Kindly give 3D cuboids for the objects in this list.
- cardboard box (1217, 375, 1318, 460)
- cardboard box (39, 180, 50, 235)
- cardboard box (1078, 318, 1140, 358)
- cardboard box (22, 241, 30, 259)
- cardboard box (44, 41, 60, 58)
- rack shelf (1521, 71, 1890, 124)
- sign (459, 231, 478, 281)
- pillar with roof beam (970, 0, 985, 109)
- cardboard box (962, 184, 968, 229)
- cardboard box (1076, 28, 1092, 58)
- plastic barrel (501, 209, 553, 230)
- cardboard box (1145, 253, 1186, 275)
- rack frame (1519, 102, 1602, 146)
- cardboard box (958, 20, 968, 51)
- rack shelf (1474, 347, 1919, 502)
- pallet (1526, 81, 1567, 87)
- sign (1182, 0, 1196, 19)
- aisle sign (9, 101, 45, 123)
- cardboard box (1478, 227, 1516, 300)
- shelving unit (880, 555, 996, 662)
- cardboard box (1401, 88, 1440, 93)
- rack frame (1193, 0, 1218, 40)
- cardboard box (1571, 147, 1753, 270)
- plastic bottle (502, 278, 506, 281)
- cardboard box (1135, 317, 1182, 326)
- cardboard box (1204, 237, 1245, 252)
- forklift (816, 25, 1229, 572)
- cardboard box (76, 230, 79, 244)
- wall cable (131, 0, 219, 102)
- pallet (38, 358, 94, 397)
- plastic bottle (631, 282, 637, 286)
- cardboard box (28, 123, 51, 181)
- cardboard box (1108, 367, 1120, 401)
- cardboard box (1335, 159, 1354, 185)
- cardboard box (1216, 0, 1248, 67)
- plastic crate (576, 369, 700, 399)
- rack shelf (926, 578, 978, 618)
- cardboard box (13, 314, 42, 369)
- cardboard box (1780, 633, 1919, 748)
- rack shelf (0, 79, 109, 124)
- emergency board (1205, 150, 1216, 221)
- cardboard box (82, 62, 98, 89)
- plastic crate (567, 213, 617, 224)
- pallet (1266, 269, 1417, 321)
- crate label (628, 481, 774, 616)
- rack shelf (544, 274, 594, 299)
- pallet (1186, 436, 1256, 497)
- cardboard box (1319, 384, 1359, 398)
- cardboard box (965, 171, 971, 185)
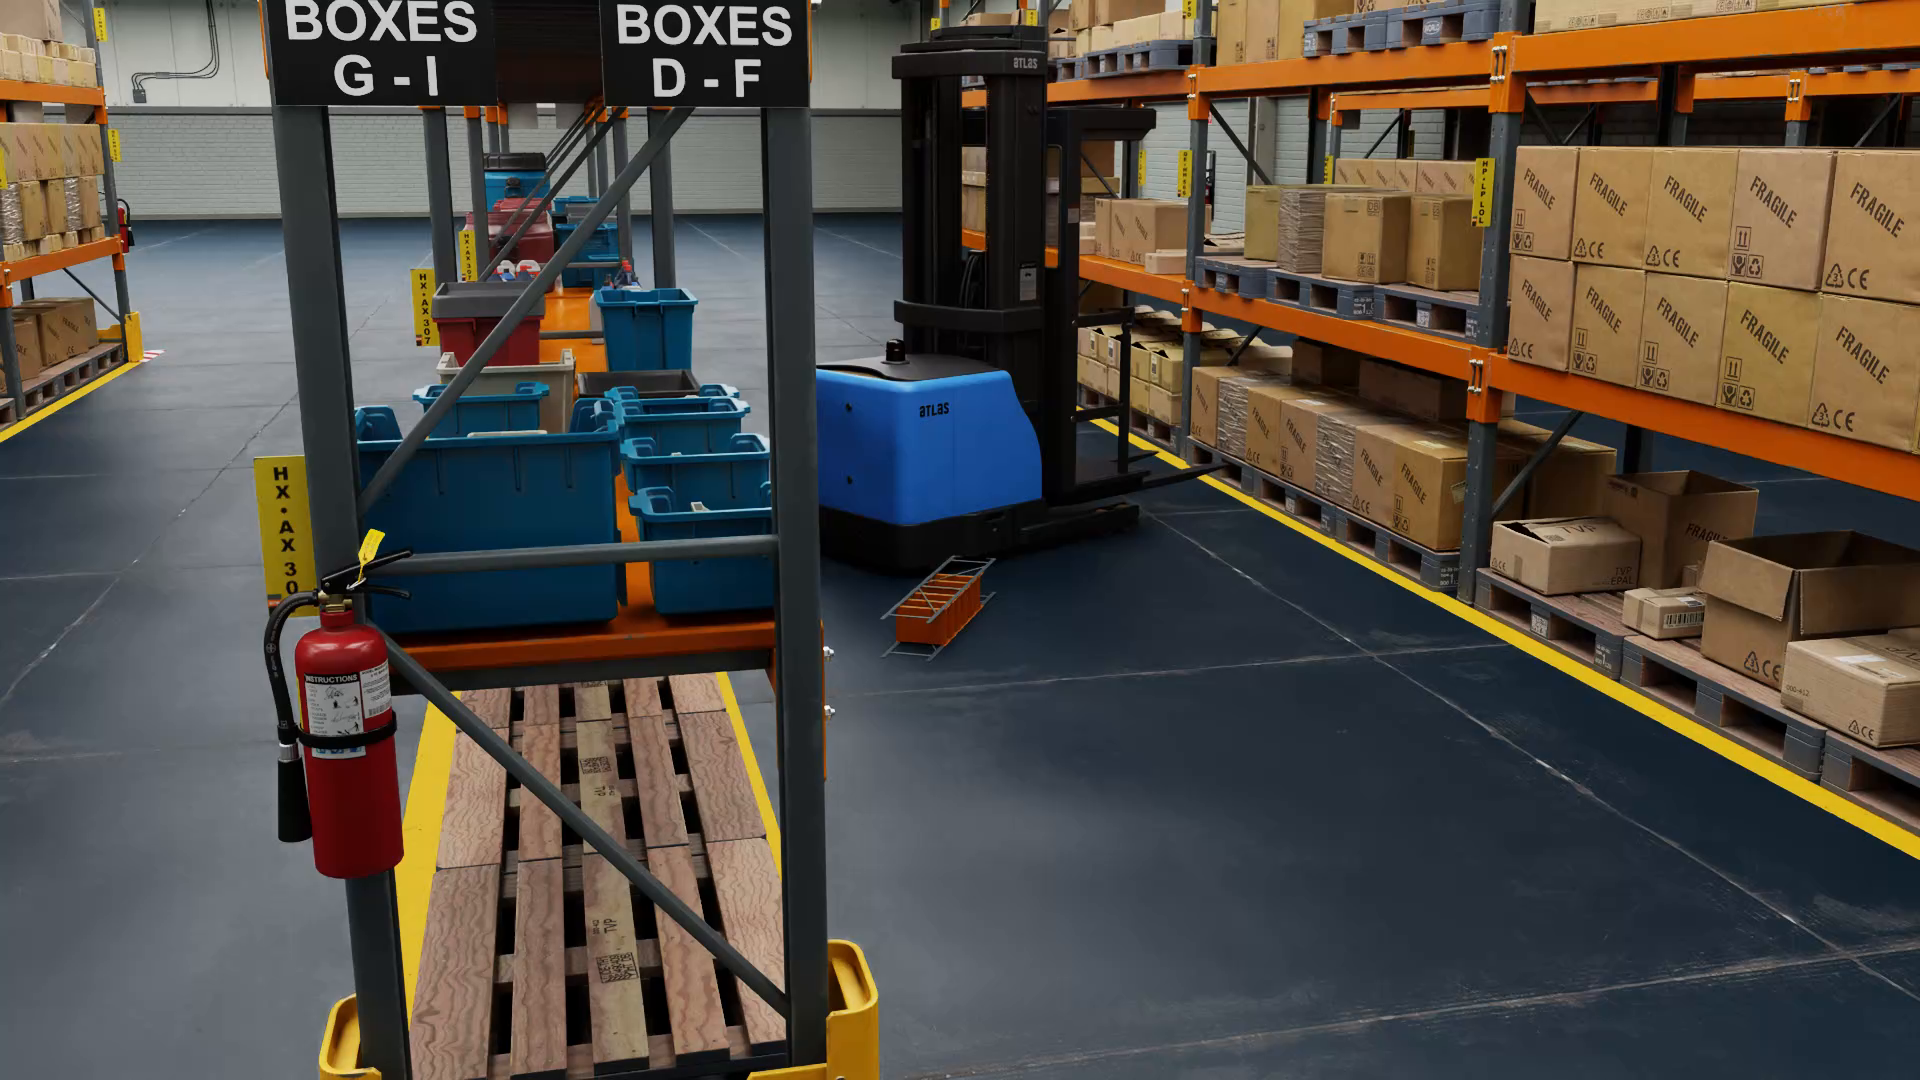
[{"bbox_3d":[2.099,-0.839,11.381,0.500,0.500,0.500,-4,14,-15],"label":"cardboard box"},{"bbox_3d":[-8.772,-2.980,14.966,0.875,0.500,0.500,-3,14,-13],"label":"cardboard box"},{"bbox_3d":[1.292,-1.800,14.702,0.500,0.311,0.500,-4,14,-15],"label":"cardboard box"},{"bbox_3d":[-8.318,-2.511,14.415,0.380,0.149,0.250,-3,14,-13],"label":"cardboard box"},{"bbox_3d":[-8.700,-4.606,15.615,0.380,0.149,0.250,-4,14,-16],"label":"cardboard box"},{"bbox_3d":[6.486,-3.927,14.876,1.077,0.370,4.000,-3,14,-13],"label":"rack shelf"},{"bbox_3d":[-3.207,-1.853,10.846,0.100,0.325,0.005,-3,14,-13],"label":"sign"},{"bbox_3d":[-3.739,-12.301,41.317,9.100,9.000,0.400,-3,14,-13],"label":"pillar with roof beam"},{"bbox_3d":[0.360,-3.867,19.223,0.700,0.500,0.500,-3,14,-13],"label":"cardboard box"},{"bbox_3d":[1.338,-4.449,14.929,0.500,0.250,0.500,-2,14,-7],"label":"cardboard box"},{"bbox_3d":[-3.222,-2.183,12.305,0.421,0.512,0.421,0,14,0],"label":"plastic barrel"},{"bbox_3d":[1.662,-2.151,12.940,0.380,0.149,0.250,-3,14,-13],"label":"cardboard box"},{"bbox_3d":[6.016,-3.281,17.035,1.000,3.000,0.127,-3,14,-13],"label":"rack frame"},{"bbox_3d":[0.394,-5.573,18.700,0.797,0.503,0.637,-2,14,-9],"label":"cardboard box"},{"bbox_3d":[3.551,-0.347,6.544,1.077,0.370,4.000,-3,14,-13],"label":"rack shelf"},{"bbox_3d":[6.058,-4.498,16.094,1.213,0.211,1.003,-3,14,-13],"label":"pallet"},{"bbox_3d":[1.600,-3.799,11.579,0.100,0.325,0.005,-3,14,-13],"label":"sign"},{"bbox_3d":[-9.673,-4.636,17.104,0.394,0.787,0.004,-3,14,-13],"label":"aisle sign"},{"bbox_3d":[3.187,-1.533,8.784,0.700,0.500,0.500,-9,16,-32],"label":"cardboard box"},{"bbox_3d":[-0.089,0.321,8.199,0.258,0.189,1.200,4,15,15],"label":"shelving unit"},{"bbox_3d":[5.276,-5.260,18.563,0.500,0.500,0.500,-2,14,-10],"label":"cardboard box"},{"bbox_3d":[2.142,-4.995,11.412,1.000,3.000,0.127,-3,14,-13],"label":"rack frame"},{"bbox_3d":[3.040,-1.449,7.221,0.500,0.500,0.500,-4,14,-15],"label":"cardboard box"},{"bbox_3d":[-2.561,-1.308,9.221,0.152,0.276,0.135,-3,14,-13],"label":"plastic bottle"},{"bbox_3d":[1.819,-1.832,14.833,0.500,0.311,0.500,-3,14,-13],"label":"cardboard box"},{"bbox_3d":[2.099,-2.124,12.488,0.500,0.311,0.500,-2,14,-10],"label":"cardboard box"},{"bbox_3d":[0.457,-1.524,9.991,3.031,2.935,1.130,-12,18,-41],"label":"forklift"},{"bbox_3d":[-8.871,-2.968,16.284,0.380,0.149,0.250,-3,14,-13],"label":"cardboard box"},{"bbox_3d":[-21.757,-15.100,45.609,2.305,6.003,0.169,-3,14,-13],"label":"wall cable"},{"bbox_3d":[-8.910,-1.533,15.756,1.003,0.211,1.213,-3,14,-13],"label":"pallet"},{"bbox_3d":[-1.768,-1.266,9.061,0.097,0.271,0.097,0,14,0],"label":"plastic bottle"},{"bbox_3d":[-8.522,-3.480,14.906,0.500,0.500,0.500,-3,14,-13],"label":"cardboard box"},{"bbox_3d":[1.541,-1.292,13.804,0.500,0.250,0.500,-3,14,-12],"label":"cardboard box"},{"bbox_3d":[4.897,-4.378,20.219,0.500,0.500,0.500,-3,14,-13],"label":"cardboard box"},{"bbox_3d":[2.277,-3.488,11.352,0.910,0.500,0.500,-3,14,-13],"label":"cardboard box"},{"bbox_3d":[-1.211,-0.535,6.251,0.437,0.125,0.590,-3,14,-13],"label":"plastic crate"},{"bbox_3d":[-0.044,0.283,8.353,0.258,0.180,0.103,4,15,15],"label":"rack shelf"},{"bbox_3d":[-8.847,-1.807,15.386,0.500,0.500,0.500,-5,14,-18],"label":"cardboard box"},{"bbox_3d":[3.459,0.554,6.206,0.500,0.250,0.500,-3,14,-13],"label":"cardboard box"},{"bbox_3d":[-8.898,-4.022,15.263,1.077,0.370,4.000,-3,14,-13],"label":"rack shelf"},{"bbox_3d":[4.130,-6.047,28.356,0.194,1.169,0.643,-3,14,-13],"label":"emergency board"},{"bbox_3d":[-9.007,-4.662,16.686,0.500,0.250,0.500,-3,14,-12],"label":"cardboard box"},{"bbox_3d":[-2.756,-2.227,12.586,0.402,0.464,0.583,-3,14,-13],"label":"plastic crate"},{"bbox_3d":[2.603,-1.539,10.312,1.003,0.211,1.213,-3,14,-13],"label":"pallet"},{"bbox_3d":[-0.533,0.017,3.765,0.416,0.233,0.303,-3,14,-13],"label":"crate label"},{"bbox_3d":[-3.144,-1.918,12.972,1.077,0.370,4.000,-3,14,-13],"label":"rack shelf"},{"bbox_3d":[2.280,-0.552,11.742,1.003,0.211,1.213,-3,14,-13],"label":"pallet"},{"bbox_3d":[2.711,-0.758,11.051,0.500,0.500,0.500,-4,14,-15],"label":"cardboard box"},{"bbox_3d":[0.268,-4.069,18.685,0.380,0.149,0.250,-3,14,-13],"label":"cardboard box"}]
